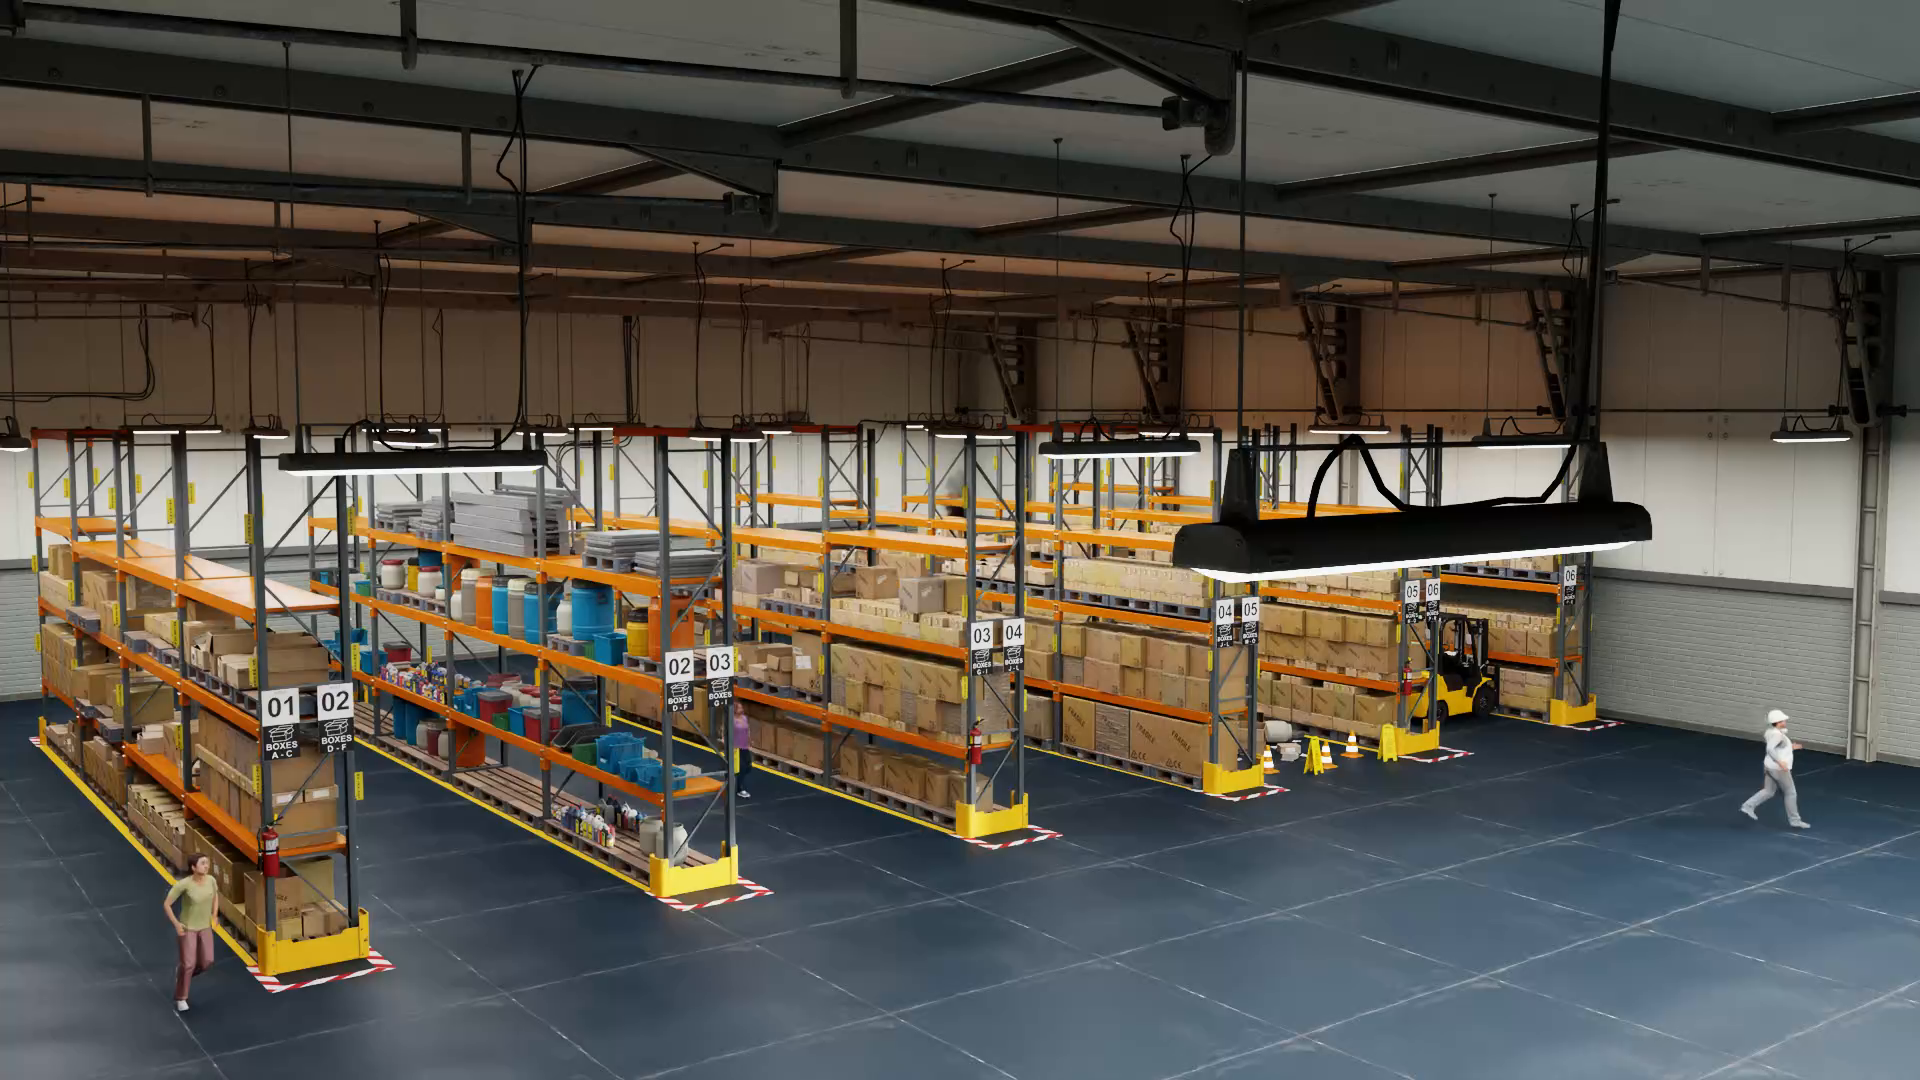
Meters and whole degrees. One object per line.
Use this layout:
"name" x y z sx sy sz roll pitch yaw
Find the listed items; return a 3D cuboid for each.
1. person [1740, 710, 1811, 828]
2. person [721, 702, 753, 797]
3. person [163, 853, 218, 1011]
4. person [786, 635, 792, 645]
"person" 12.357 3.447 25.134 0.967 1.761 0.653 1 5 7
"person" -3.665 3.416 27.257 0.608 1.549 0.529 4 6 43
"person" -8.177 4.154 17.773 0.553 1.579 0.623 4 6 38
"person" -4.242 2.143 42.654 0.643 1.646 0.747 4 6 41
